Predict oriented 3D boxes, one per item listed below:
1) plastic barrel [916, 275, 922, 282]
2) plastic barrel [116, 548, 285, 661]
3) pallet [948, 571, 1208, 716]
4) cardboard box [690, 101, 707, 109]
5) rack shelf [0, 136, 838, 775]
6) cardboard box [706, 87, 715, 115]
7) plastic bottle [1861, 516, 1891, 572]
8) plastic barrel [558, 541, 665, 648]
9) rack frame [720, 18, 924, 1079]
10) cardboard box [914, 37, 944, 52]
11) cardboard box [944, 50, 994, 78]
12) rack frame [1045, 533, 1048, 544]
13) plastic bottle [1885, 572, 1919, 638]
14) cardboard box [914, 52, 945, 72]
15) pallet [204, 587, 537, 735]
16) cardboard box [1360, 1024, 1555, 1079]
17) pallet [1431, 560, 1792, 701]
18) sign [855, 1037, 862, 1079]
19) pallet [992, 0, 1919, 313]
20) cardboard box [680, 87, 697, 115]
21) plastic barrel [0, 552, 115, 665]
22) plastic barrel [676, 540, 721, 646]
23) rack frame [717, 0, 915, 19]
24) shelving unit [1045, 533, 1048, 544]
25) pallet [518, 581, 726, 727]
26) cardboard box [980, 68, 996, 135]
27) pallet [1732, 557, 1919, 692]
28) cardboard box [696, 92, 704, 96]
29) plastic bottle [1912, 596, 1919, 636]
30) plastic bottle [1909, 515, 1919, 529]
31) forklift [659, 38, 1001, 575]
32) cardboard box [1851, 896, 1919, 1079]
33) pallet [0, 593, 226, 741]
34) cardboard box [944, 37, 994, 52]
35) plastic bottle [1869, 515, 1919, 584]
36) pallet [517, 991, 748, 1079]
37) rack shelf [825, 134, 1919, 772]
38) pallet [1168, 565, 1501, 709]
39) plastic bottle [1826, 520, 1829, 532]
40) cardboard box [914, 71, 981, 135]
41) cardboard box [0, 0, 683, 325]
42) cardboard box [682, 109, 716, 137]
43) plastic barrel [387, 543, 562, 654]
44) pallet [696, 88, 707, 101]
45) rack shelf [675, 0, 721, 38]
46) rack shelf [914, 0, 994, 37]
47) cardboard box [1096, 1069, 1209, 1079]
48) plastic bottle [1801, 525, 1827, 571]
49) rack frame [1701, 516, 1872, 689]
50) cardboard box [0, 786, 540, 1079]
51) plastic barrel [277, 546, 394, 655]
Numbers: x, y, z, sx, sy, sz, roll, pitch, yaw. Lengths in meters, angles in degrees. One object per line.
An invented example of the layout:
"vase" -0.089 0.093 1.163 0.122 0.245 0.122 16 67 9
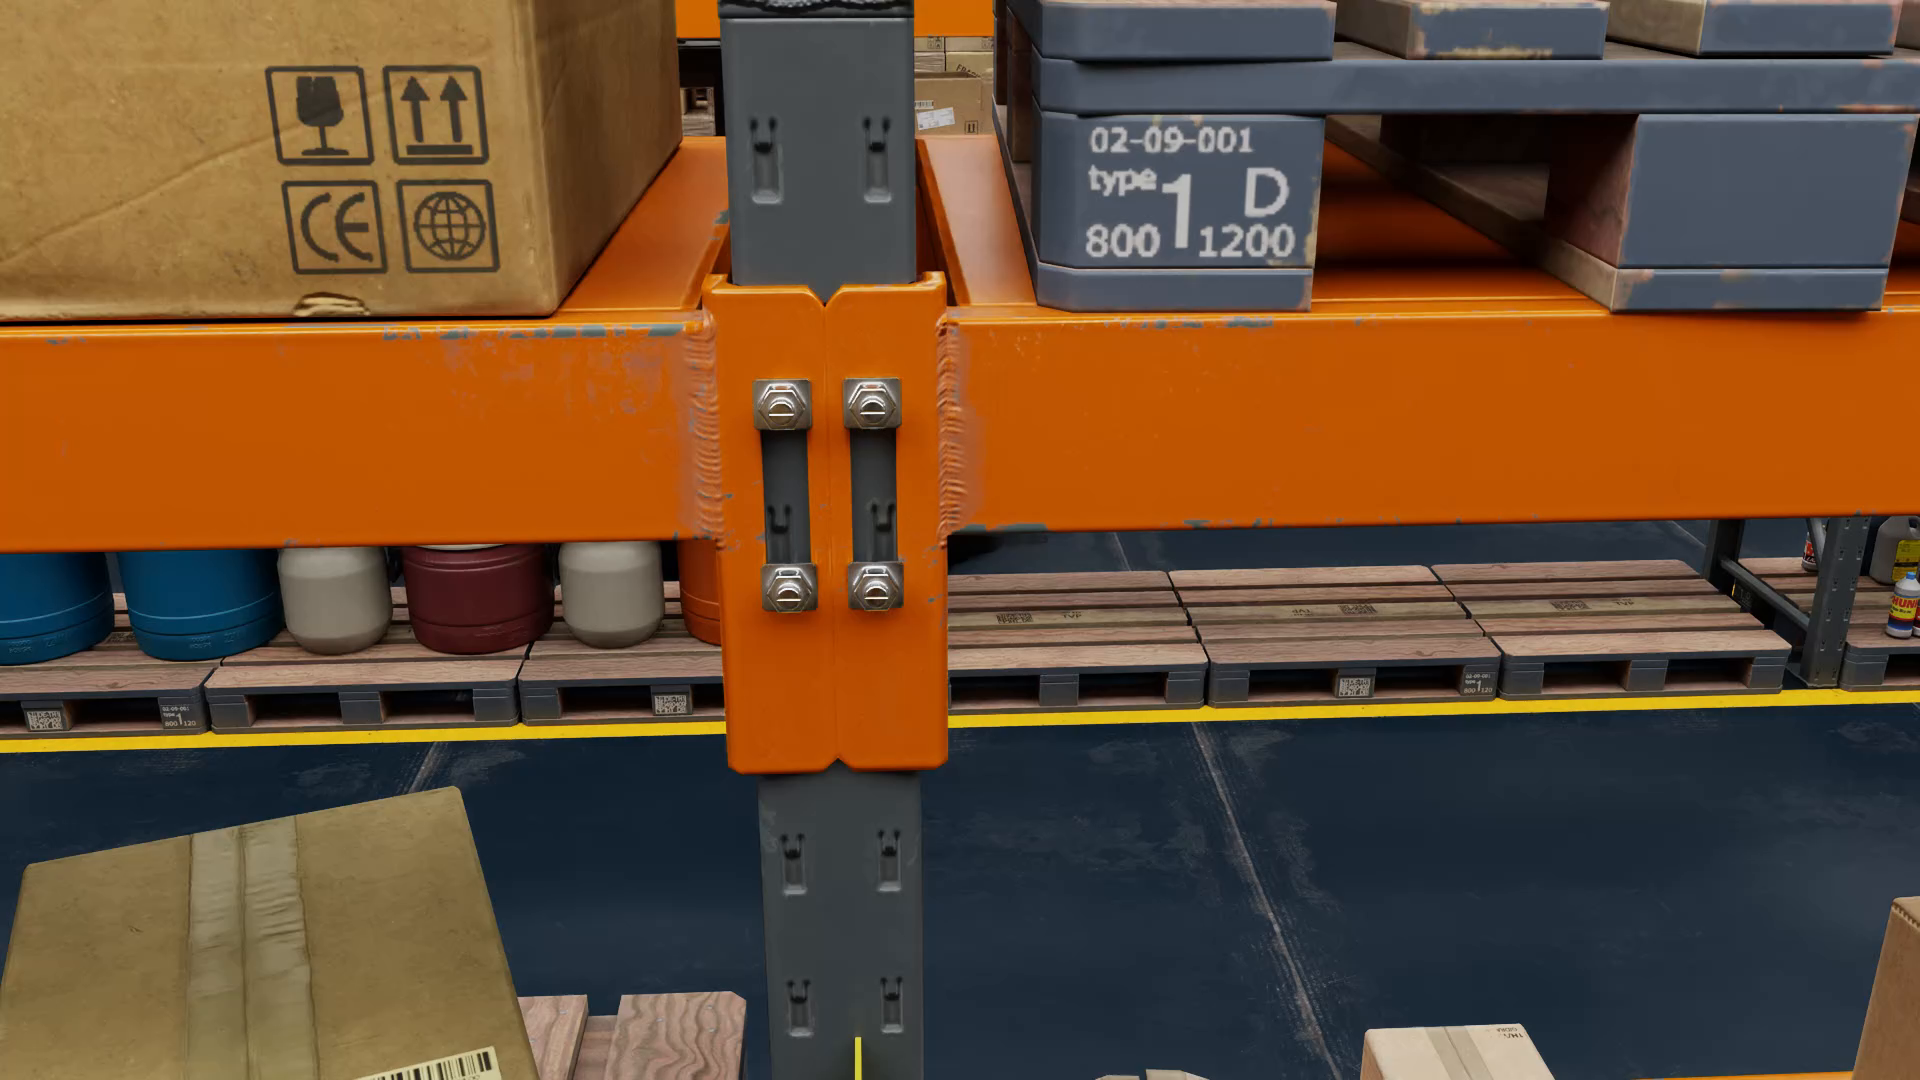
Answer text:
"plastic barrel" 0.046 -1.054 6.983 0.708 0.536 0.600 -1 21 -3
"plastic barrel" -3.143 -0.027 6.836 0.708 0.901 0.600 -1 21 -3
"pallet" 0.375 0.428 7.201 1.213 0.211 1.003 -1 21 -3
"cardboard box" -1.699 -2.755 11.501 0.500 0.500 0.500 -2 21 -5
"rack shelf" -2.118 -0.139 1.565 4.000 0.370 1.077 -1 21 -3
"cardboard box" -1.414 -3.139 11.101 0.637 0.503 0.797 0 21 -1
"plastic bottle" 4.220 -0.038 7.609 0.185 0.351 0.144 -2 21 -4
"plastic barrel" -1.447 0.152 6.912 0.421 0.512 0.421 0 21 0
"rack frame" -0.121 0.886 2.078 0.127 3.000 1.000 -1 21 -3
"cardboard box" -0.417 -4.916 15.773 0.500 0.500 0.700 -1 21 -3
"cardboard box" 0.106 -4.368 15.738 0.500 0.500 0.500 -1 21 -4
"rack frame" 0.439 -0.506 8.474 0.008 1.050 0.200 -2 21 -5
"plastic bottle" 3.936 0.264 6.928 0.097 0.271 0.097 0 21 0
"cardboard box" -0.402 -4.357 15.708 0.500 0.500 0.500 -1 21 -2
"pallet" -2.400 0.484 7.052 1.213 0.211 1.003 -1 21 -3
"cardboard box" 0.761 0.887 2.428 0.250 0.149 0.380 -1 21 -3
"pallet" 2.811 0.378 7.331 1.213 0.211 1.003 -1 21 -3
"sign" -0.081 0.575 1.380 0.005 0.325 0.100 -1 21 -3
"pallet" 0.551 -0.473 1.697 1.003 0.211 1.213 0 21 -1
"cardboard box" -2.065 -3.127 11.068 0.637 0.503 0.797 -1 21 -2
"plastic barrel" -3.850 -0.013 6.798 0.708 0.901 0.600 -1 21 -3
"plastic barrel" -0.888 -0.039 6.969 0.708 0.830 0.600 -1 21 -3
"rack frame" -0.121 -1.917 1.010 0.127 3.000 1.000 -1 21 -3
"shelving unit" 0.317 -0.502 8.465 0.252 1.050 0.215 -2 21 -5
"pallet" -1.185 0.461 7.115 1.213 0.211 1.003 -1 21 -3
"cardboard box" 0.405 -2.948 11.417 0.500 0.500 0.700 2 21 5
"pallet" 4.266 0.350 7.406 1.213 0.211 1.003 -1 21 -3
"cardboard box" -2.834 -5.355 20.867 0.875 0.875 0.875 -1 21 -2
"plastic bottle" 4.038 0.295 6.946 0.097 0.201 0.097 0 21 0
"plastic bottle" 4.411 -0.042 7.619 0.185 0.351 0.144 -2 21 -6
"forklift" -1.338 -1.390 8.152 3.031 2.935 1.130 -2 21 -5
"cardboard box" 1.553 0.800 2.165 0.500 0.500 0.500 -2 21 -6
"pallet" -3.621 0.510 6.984 1.213 0.211 1.003 -1 21 -3
"cardboard box" 0.088 -4.927 15.801 0.500 0.500 0.700 -1 21 -4
"plastic bottle" 4.228 0.013 7.475 0.185 0.351 0.144 -1 21 -3
"pallet" -0.794 1.015 2.010 1.003 0.211 1.213 -1 21 -3
"rack shelf" 1.875 -0.220 1.779 4.000 0.370 1.077 -1 21 -3
"pallet" 1.590 0.404 7.263 1.213 0.211 1.003 -1 21 -3
"plastic bottle" 4.054 -0.018 7.651 0.133 0.283 0.061 0 21 0
"cardboard box" -0.146 -2.901 11.294 0.500 0.500 0.500 -4 21 -10
"cardboard box" -0.555 -0.542 1.471 0.500 0.500 0.910 -1 21 -3
"cardboard box" -1.660 -2.574 11.024 0.500 0.500 0.500 -1 21 -4
"plastic barrel" -2.015 0.096 6.952 0.708 0.588 0.600 -1 21 -3
"pallet" -2.839 -4.252 15.844 1.213 0.211 1.003 -1 21 -3
"rack shelf" -2.397 -1.898 6.187 4.000 0.370 1.077 -1 21 -3
"rack shelf" 1.596 -1.980 6.400 4.000 0.370 1.077 -1 21 -3
"cardboard box" 0.244 0.936 2.072 0.500 0.311 0.500 0 21 0
"plastic bottle" 3.937 0.029 7.643 0.097 0.201 0.097 0 21 0
"rack frame" 3.593 -0.955 6.913 0.127 3.000 1.000 -1 21 -3
"cardboard box" -0.744 0.696 1.846 0.500 0.500 0.700 -8 22 -21
"plastic barrel" -2.574 0.175 6.852 0.421 0.512 0.421 0 21 0
